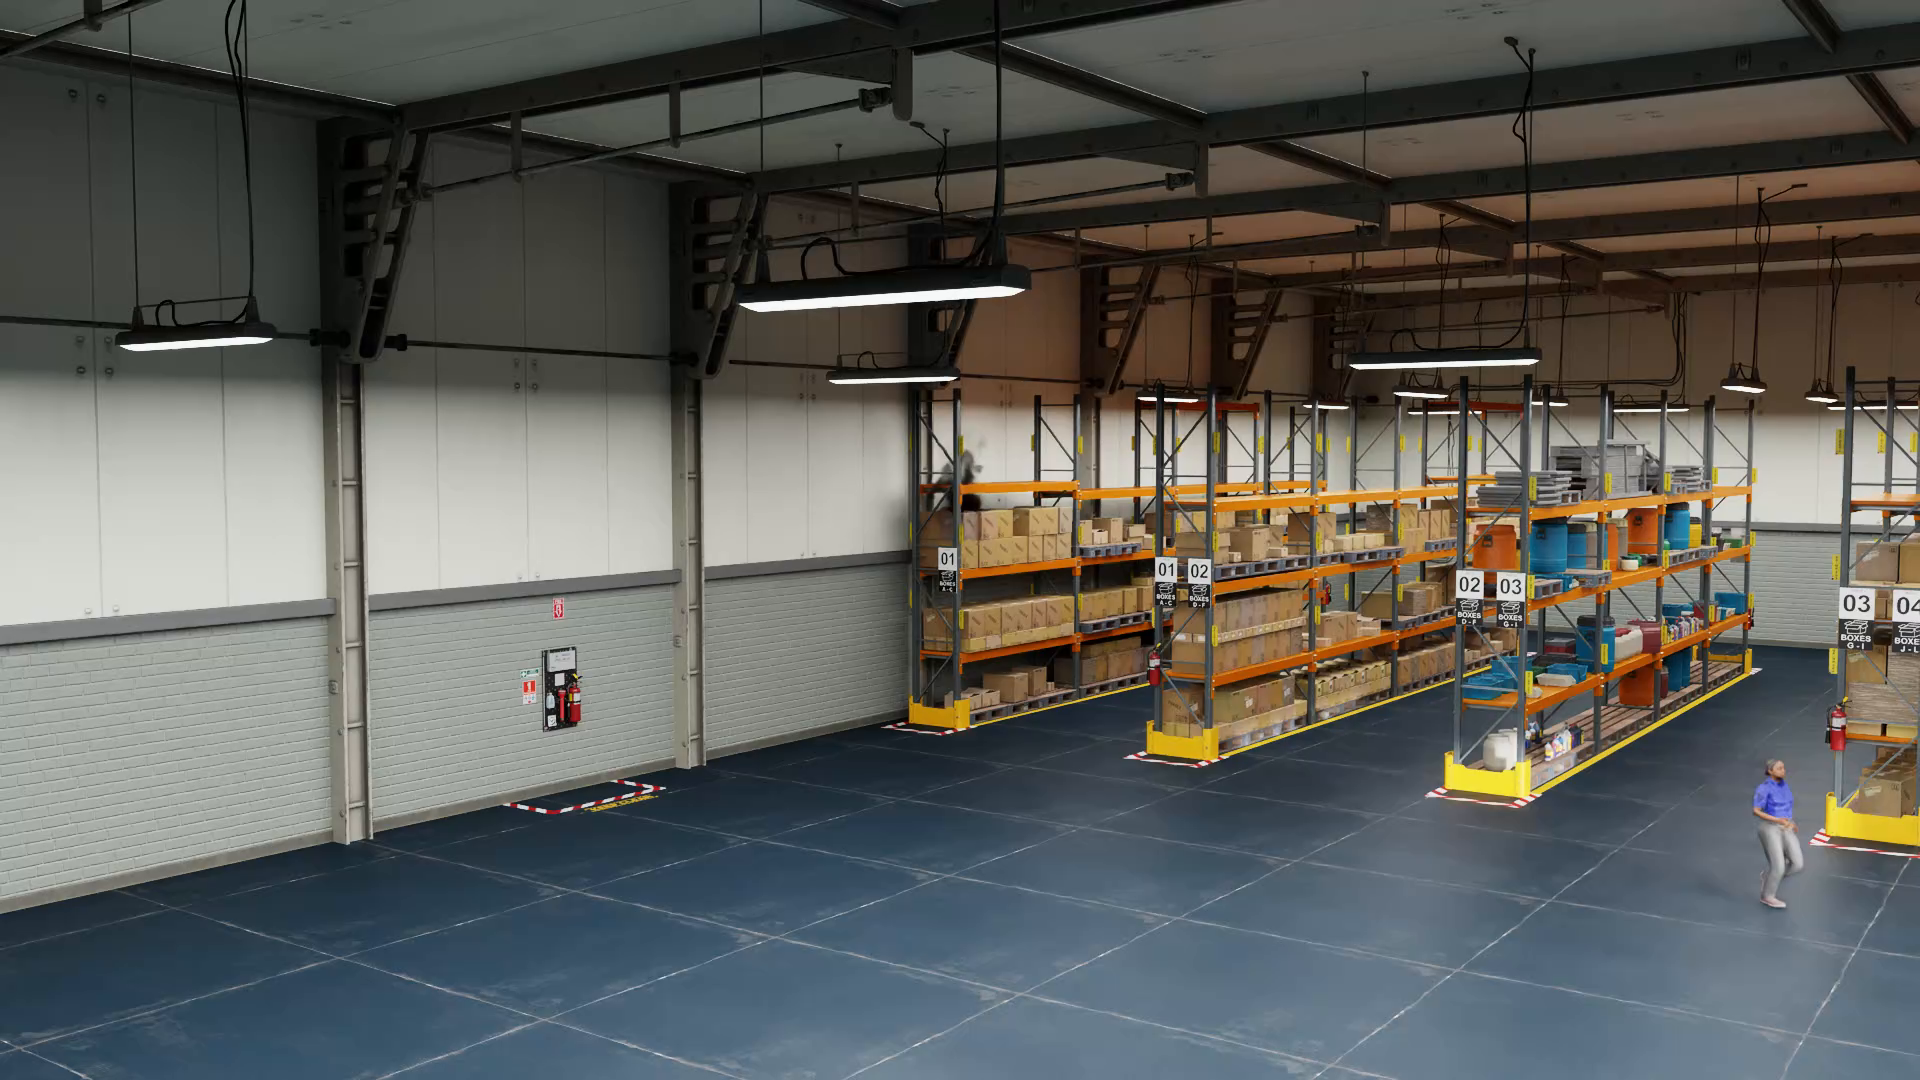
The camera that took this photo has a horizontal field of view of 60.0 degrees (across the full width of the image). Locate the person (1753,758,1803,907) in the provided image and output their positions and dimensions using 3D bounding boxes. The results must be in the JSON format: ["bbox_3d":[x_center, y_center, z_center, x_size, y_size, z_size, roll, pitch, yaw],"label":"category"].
[{"bbox_3d":[8.868,3.173,17.976,0.570,1.597,0.538,-1,4,-23],"label":"person"}]
